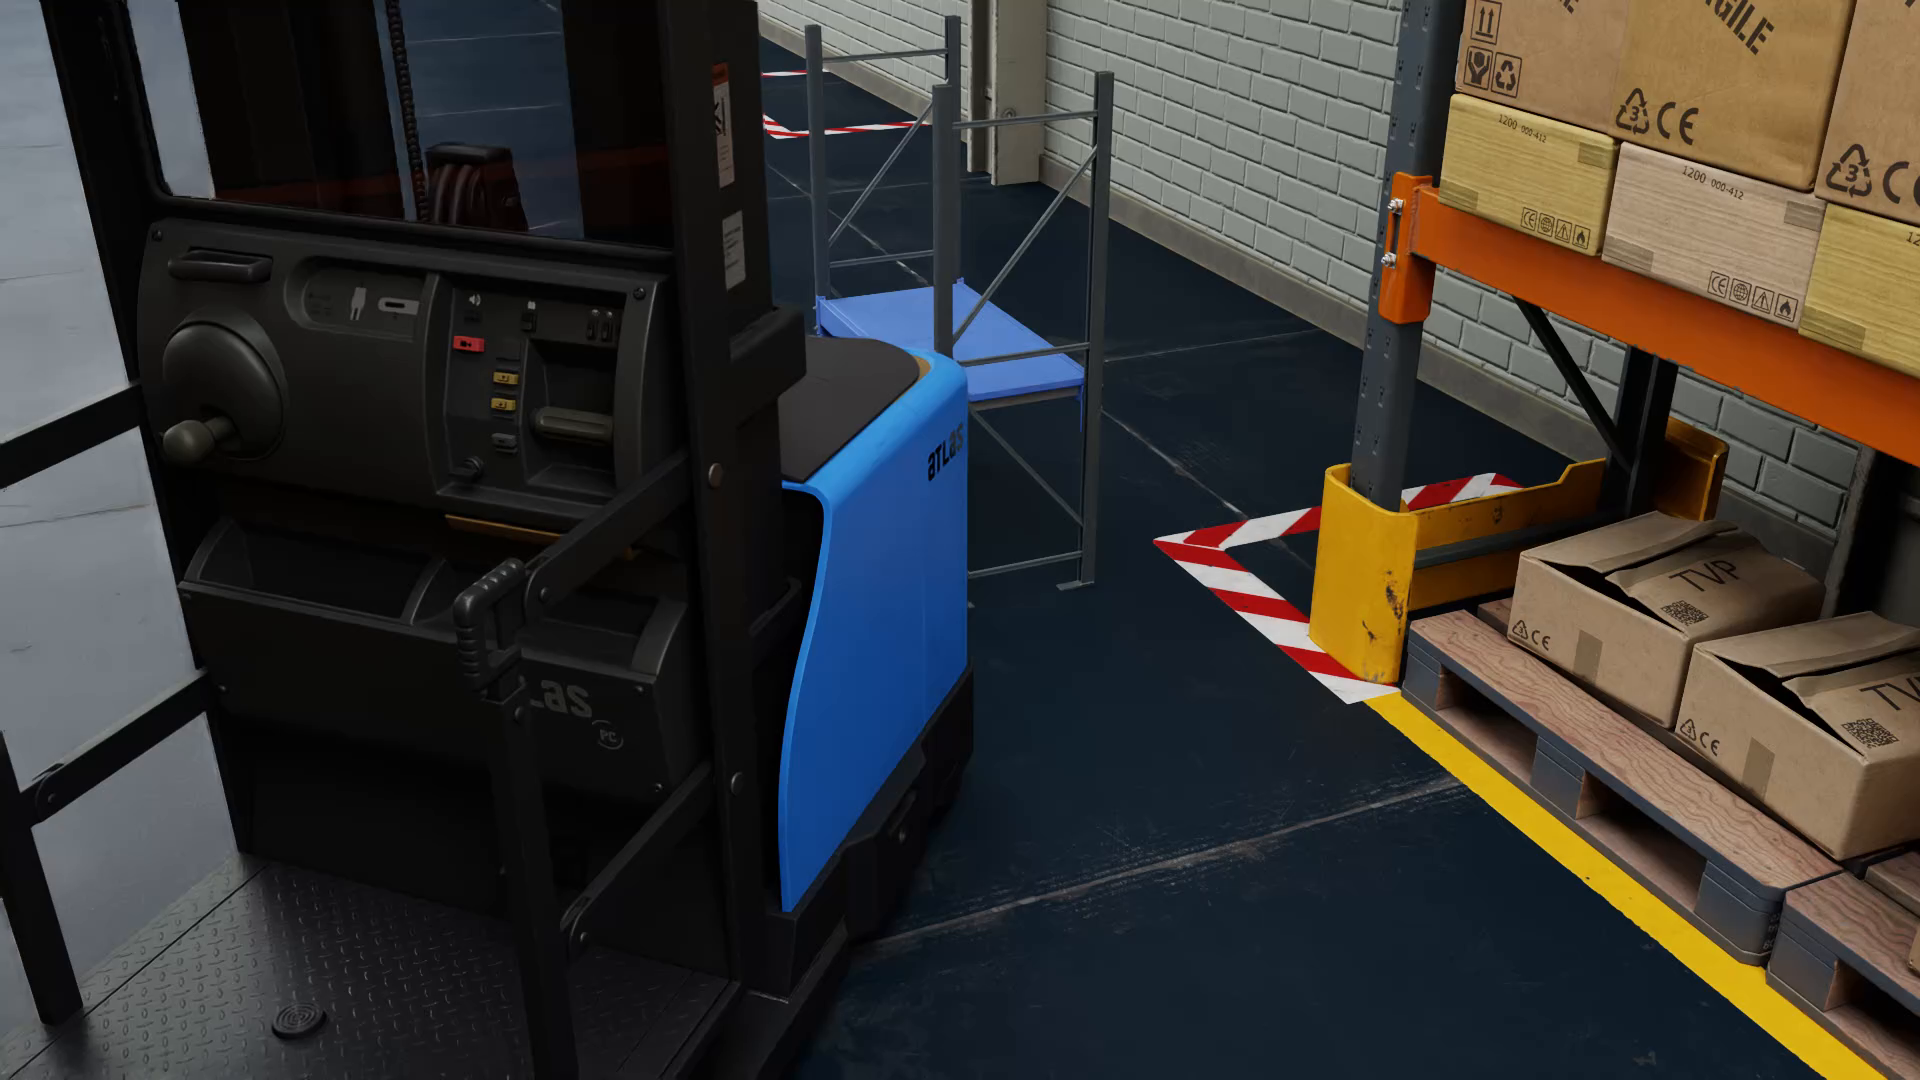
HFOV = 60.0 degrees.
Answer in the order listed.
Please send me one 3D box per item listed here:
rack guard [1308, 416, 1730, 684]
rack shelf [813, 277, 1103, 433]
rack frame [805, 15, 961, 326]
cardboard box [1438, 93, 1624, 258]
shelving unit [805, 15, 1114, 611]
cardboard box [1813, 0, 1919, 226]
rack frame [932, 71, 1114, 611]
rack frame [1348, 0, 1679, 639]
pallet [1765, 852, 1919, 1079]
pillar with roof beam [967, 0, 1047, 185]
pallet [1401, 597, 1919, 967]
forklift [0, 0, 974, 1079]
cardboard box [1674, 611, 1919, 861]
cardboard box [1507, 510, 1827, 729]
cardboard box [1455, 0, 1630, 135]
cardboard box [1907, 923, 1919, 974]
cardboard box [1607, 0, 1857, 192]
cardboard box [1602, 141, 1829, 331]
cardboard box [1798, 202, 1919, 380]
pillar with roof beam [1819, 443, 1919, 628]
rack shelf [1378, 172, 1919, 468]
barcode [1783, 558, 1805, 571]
[{"bbox_3d":[1.569,0.002,4.677,1.175,0.500,0.348,-11,28,-21],"label":"rack guard"},{"bbox_3d":[-0.033,-0.547,5.070,0.538,0.185,1.000,-11,28,-21],"label":"rack shelf"},{"bbox_3d":[-0.232,-0.914,5.412,0.500,1.500,0.032,-11,28,-21],"label":"rack frame"},{"bbox_3d":[1.438,-0.842,3.705,0.500,0.250,0.500,-11,28,-22],"label":"cardboard box"},{"bbox_3d":[-0.033,-0.708,4.991,0.538,1.500,1.048,-11,28,-21],"label":"shelving unit"},{"bbox_3d":[1.830,-0.776,2.713,0.500,0.500,0.500,-12,28,-22],"label":"cardboard box"},{"bbox_3d":[0.166,-0.503,4.571,0.500,1.500,0.032,-11,28,-21],"label":"rack frame"},{"bbox_3d":[1.539,-1.152,4.191,1.000,3.000,0.127,-11,28,-21],"label":"rack frame"},{"bbox_3d":[2.328,0.957,3.049,1.003,0.211,1.213,-11,28,-21],"label":"pallet"},{"bbox_3d":[-3.702,-5.397,6.047,9.100,9.000,0.400,-11,28,-21],"label":"pillar with roof beam"},{"bbox_3d":[1.854,0.465,4.056,1.003,0.211,1.213,-11,28,-21],"label":"pallet"},{"bbox_3d":[-0.954,-0.230,2.380,1.130,2.935,3.031,9,27,18],"label":"forklift"},{"bbox_3d":[1.950,0.383,3.610,0.500,0.311,0.500,-8,27,-16],"label":"cardboard box"},{"bbox_3d":[1.727,0.153,4.081,0.500,0.311,0.500,-14,29,-26],"label":"cardboard box"},{"bbox_3d":[1.449,-1.187,3.555,0.500,0.500,0.500,-11,28,-21],"label":"cardboard box"},{"bbox_3d":[2.192,0.603,2.944,0.700,0.500,0.500,-12,29,-24],"label":"cardboard box"},{"bbox_3d":[1.634,-0.985,3.143,0.500,0.500,0.500,-10,28,-20],"label":"cardboard box"},{"bbox_3d":[1.654,-0.635,3.280,0.500,0.250,0.500,-11,28,-22],"label":"cardboard box"},{"bbox_3d":[1.848,-0.429,2.857,0.500,0.250,0.500,-11,28,-21],"label":"cardboard box"},{"bbox_3d":[-1.352,-2.975,1.086,9.100,9.000,0.400,-11,28,-21],"label":"pillar with roof beam"},{"bbox_3d":[2.322,-0.022,2.696,1.077,0.370,4.000,-11,28,-21],"label":"rack shelf"},{"bbox_3d":[2.102,0.087,4.205,0.001,0.075,0.075,-11,28,-21],"label":"barcode"}]
